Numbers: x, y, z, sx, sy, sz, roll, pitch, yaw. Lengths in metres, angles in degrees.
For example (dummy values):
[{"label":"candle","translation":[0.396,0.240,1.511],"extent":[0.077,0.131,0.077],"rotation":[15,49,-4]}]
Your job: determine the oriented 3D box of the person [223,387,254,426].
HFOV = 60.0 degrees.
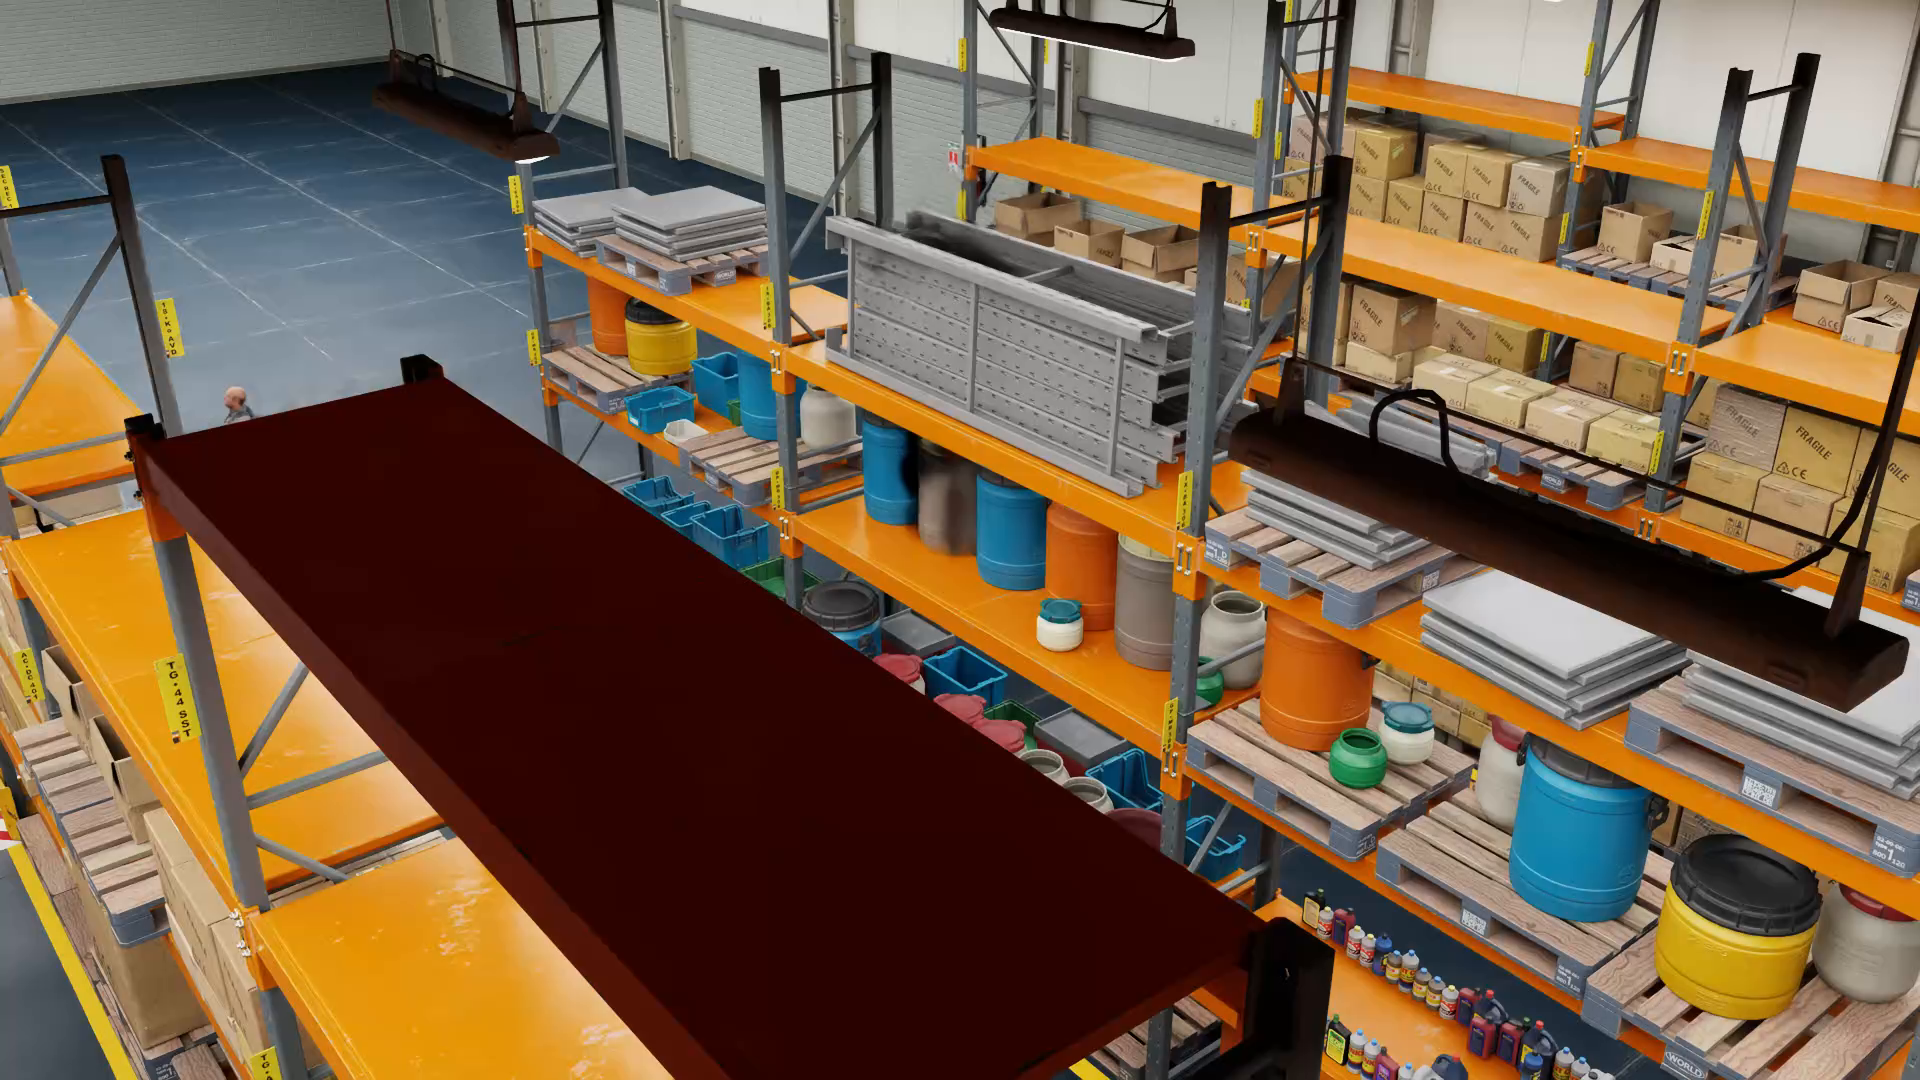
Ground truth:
[{"label":"person","translation":[-7.749,-0.870,18.146],"extent":[0.733,1.694,0.661],"rotation":[-10,28,-19]}]
